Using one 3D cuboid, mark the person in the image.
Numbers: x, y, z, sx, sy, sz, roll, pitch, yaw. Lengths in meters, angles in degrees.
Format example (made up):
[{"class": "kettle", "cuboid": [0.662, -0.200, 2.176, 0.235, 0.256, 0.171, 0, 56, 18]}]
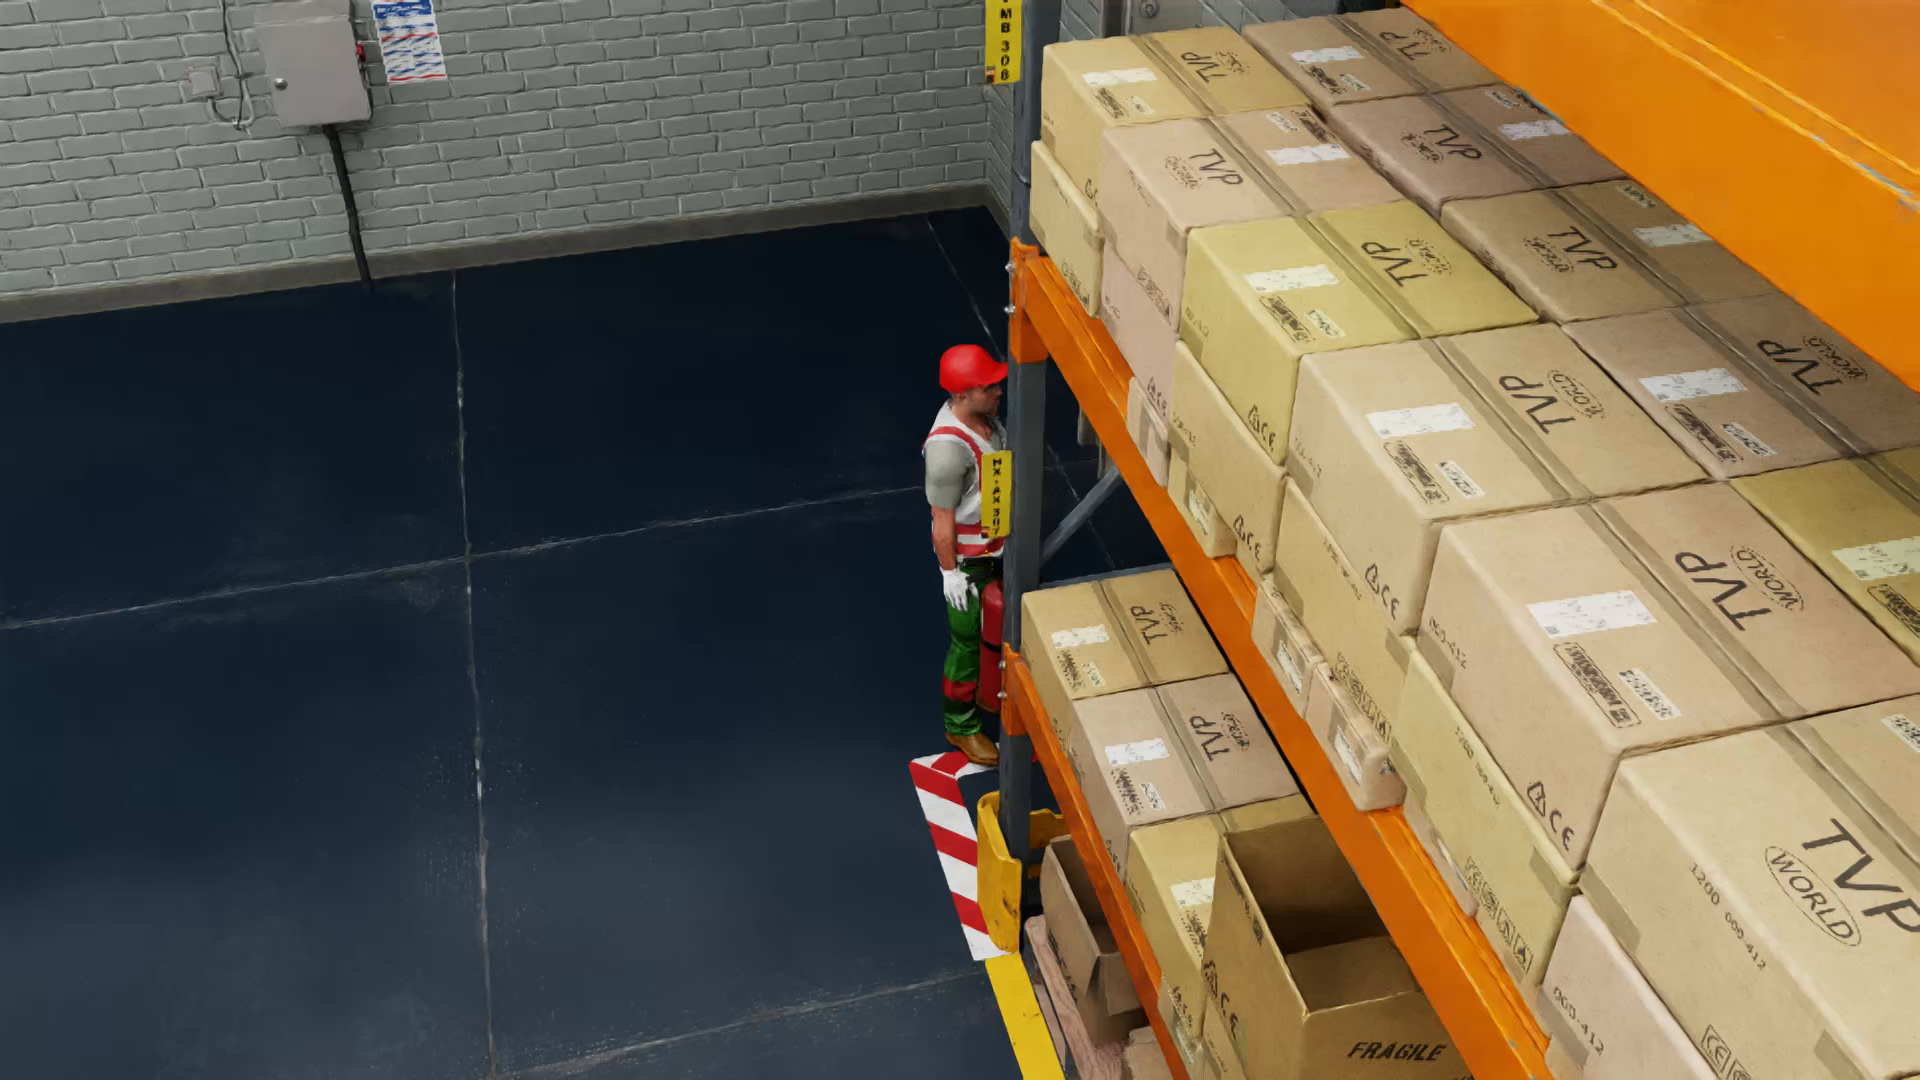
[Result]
[{"class": "person", "cuboid": [0.075, 0.029, 6.644, 0.395, 1.795, 0.682, 10, 39, 12]}]
